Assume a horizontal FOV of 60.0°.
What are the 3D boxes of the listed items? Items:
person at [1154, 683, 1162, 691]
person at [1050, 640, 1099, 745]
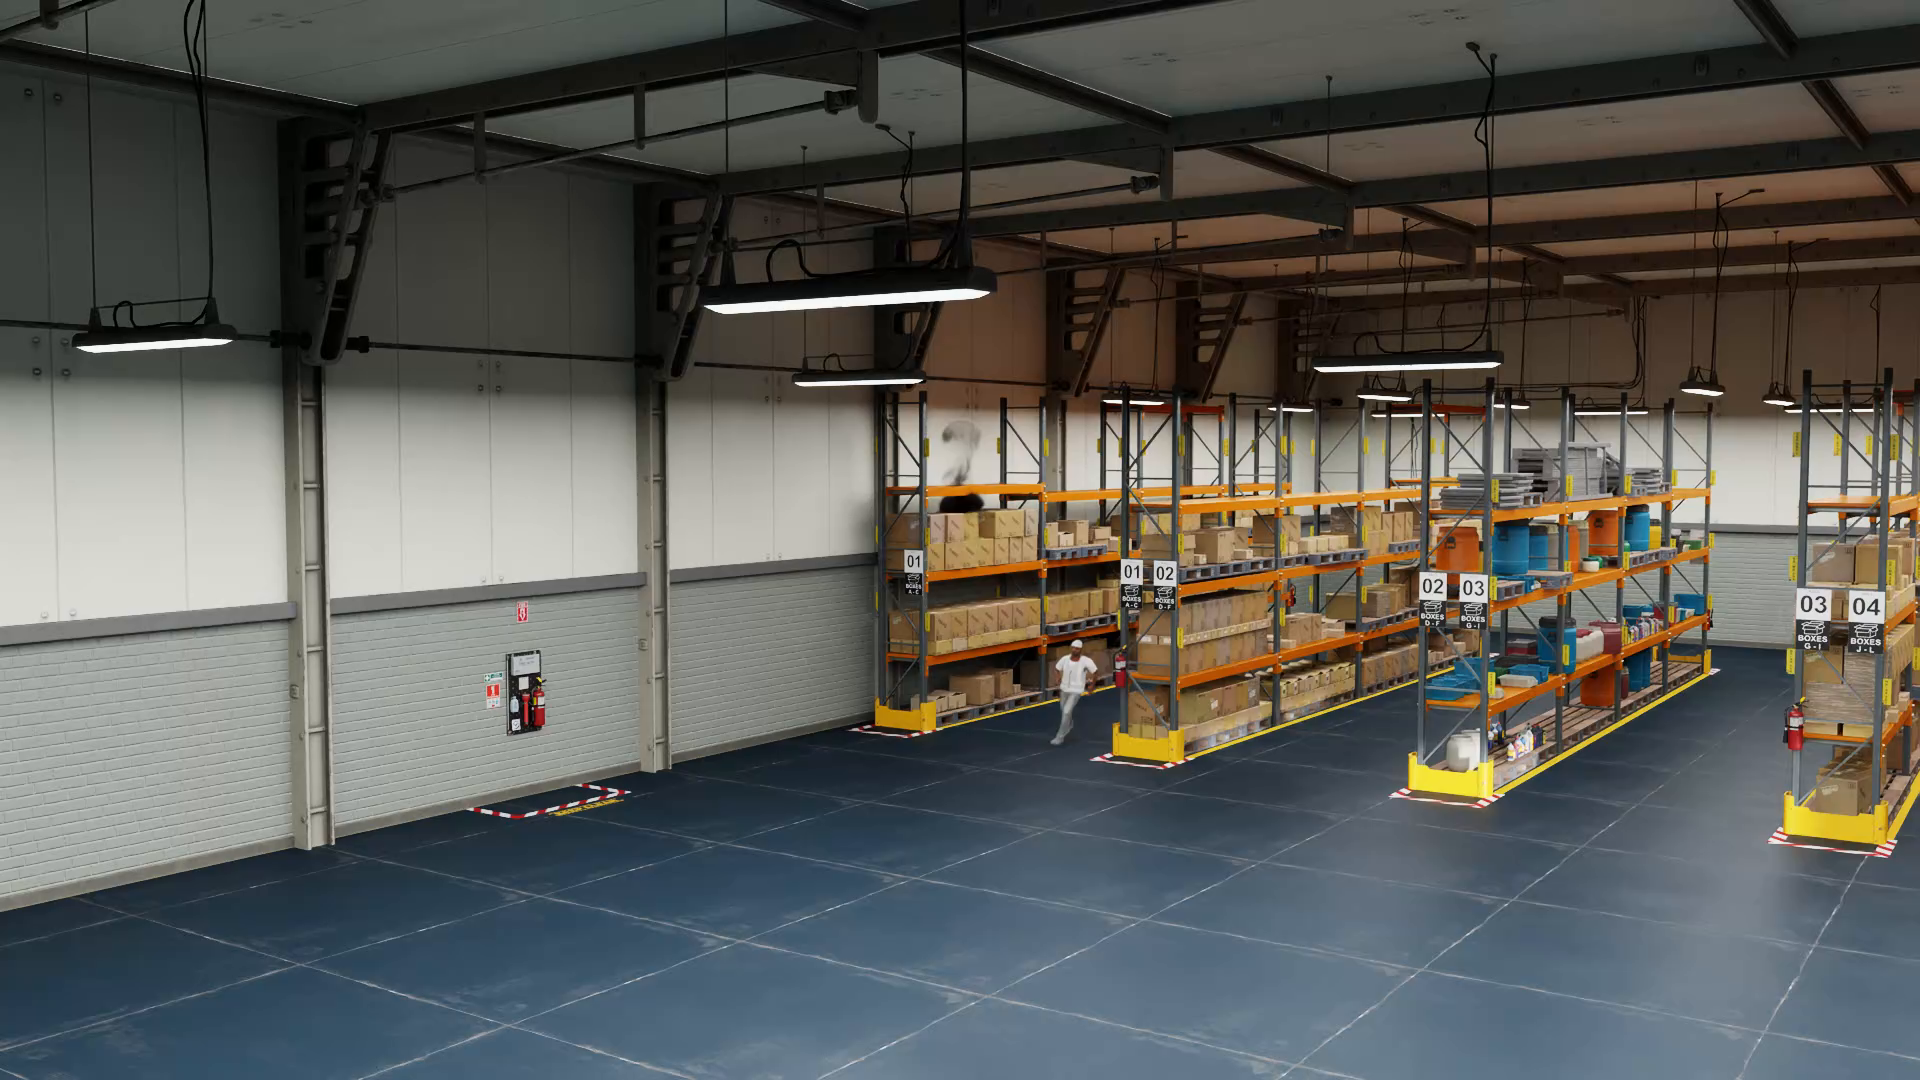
[{"bbox_3d":[3.897,2.359,31.336,0.680,1.792,0.990,2,4,35],"label":"person"},{"bbox_3d":[1.900,2.559,28.157,0.762,1.735,0.966,2,4,31],"label":"person"}]
